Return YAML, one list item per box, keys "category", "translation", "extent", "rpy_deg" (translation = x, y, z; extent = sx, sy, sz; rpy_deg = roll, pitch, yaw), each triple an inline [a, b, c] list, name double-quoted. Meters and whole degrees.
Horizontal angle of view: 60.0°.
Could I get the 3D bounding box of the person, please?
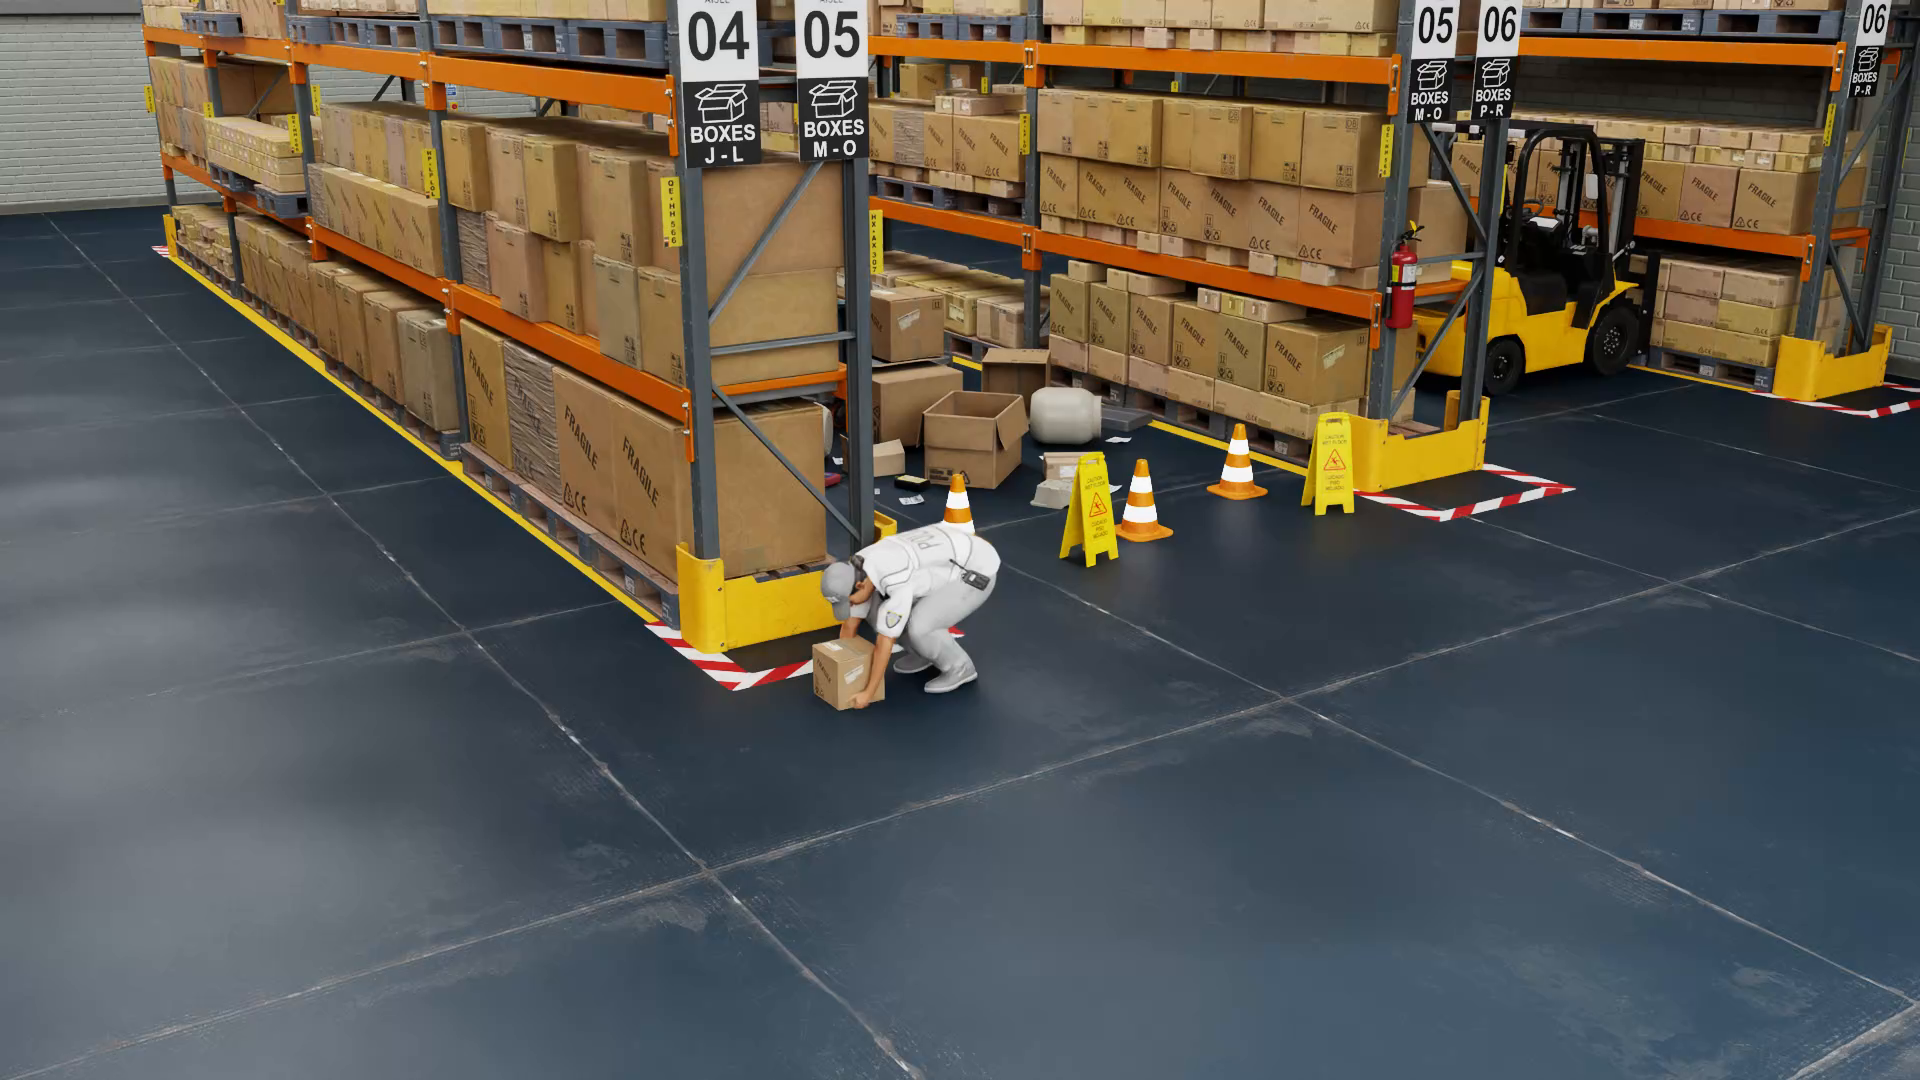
- category: "person"
  translation: [-0.260, 0.349, 7.973]
  extent: [0.919, 0.772, 0.510]
  rpy_deg: [-12, 22, -32]
